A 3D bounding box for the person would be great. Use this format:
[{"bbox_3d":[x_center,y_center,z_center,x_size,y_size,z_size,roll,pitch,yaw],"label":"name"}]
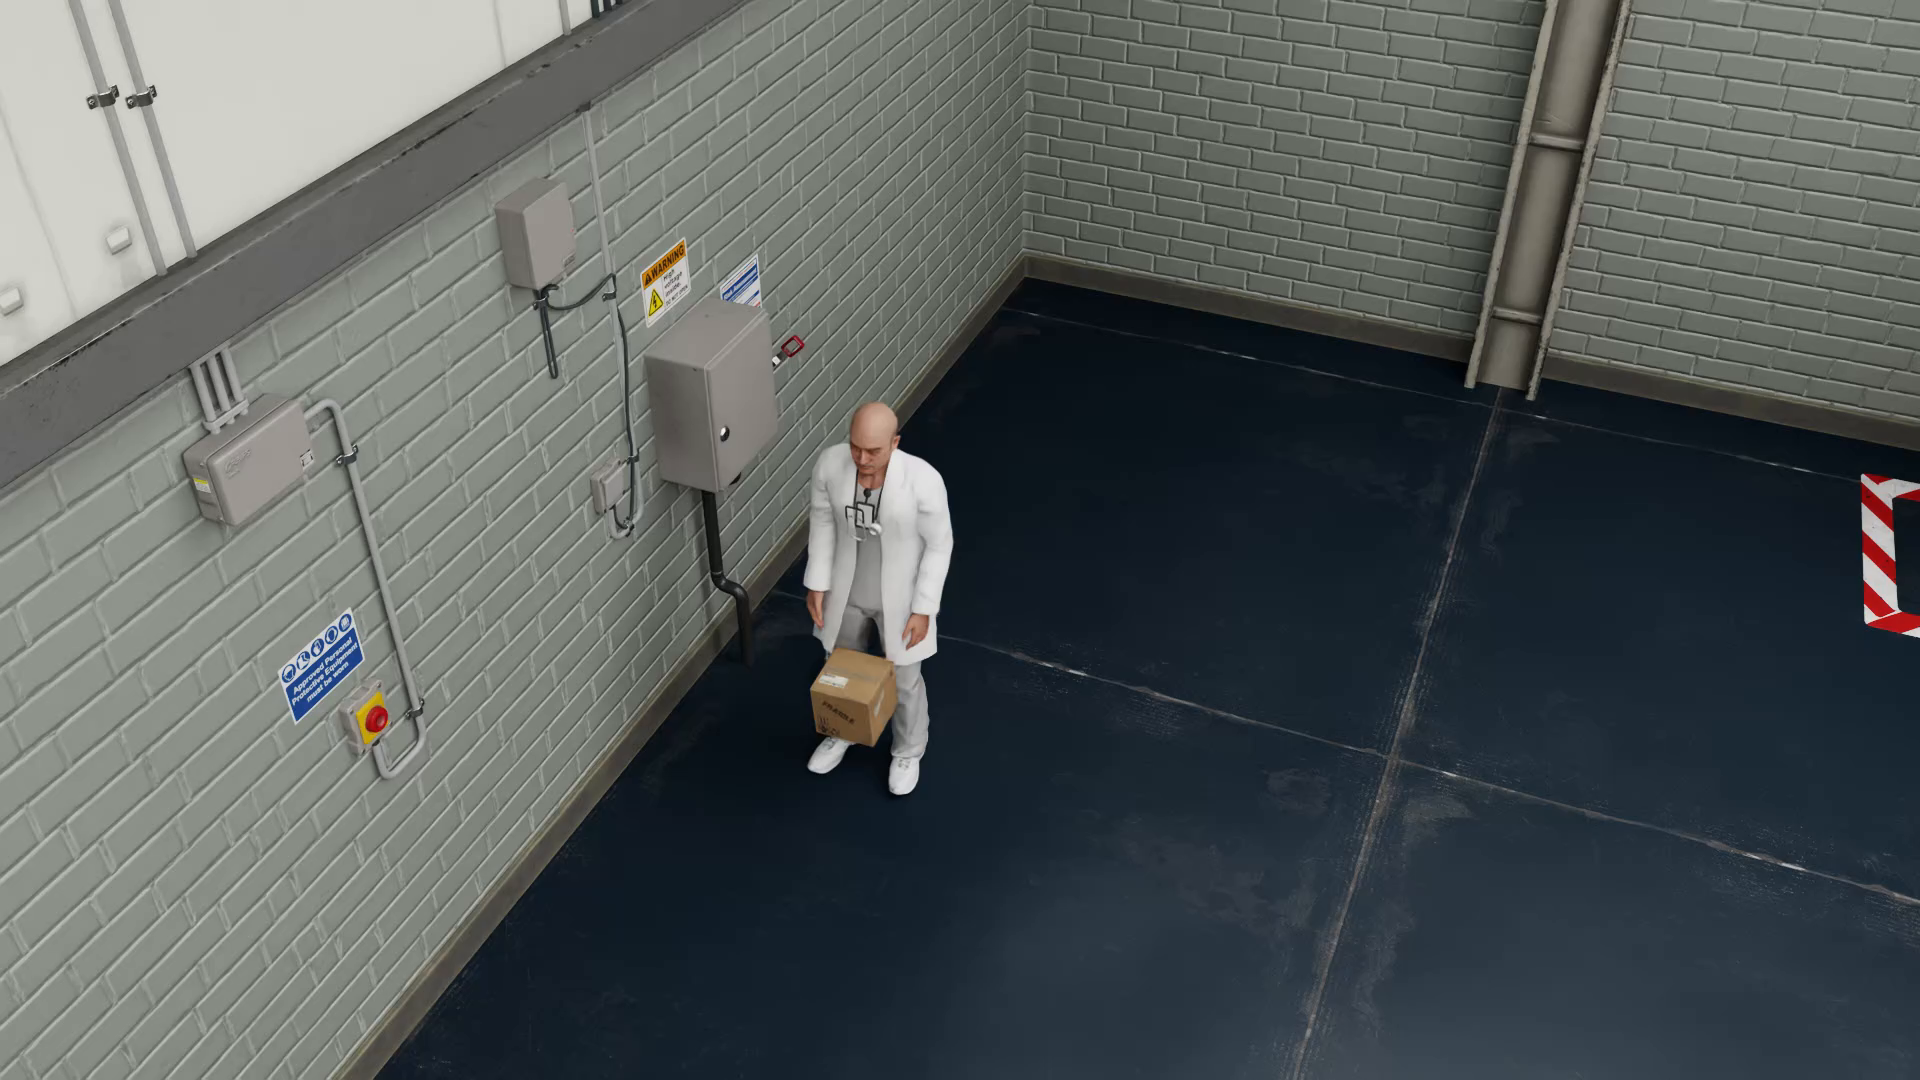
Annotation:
[{"bbox_3d":[-0.326,0.218,6.541,0.589,1.778,0.424,13,39,17],"label":"person"}]
